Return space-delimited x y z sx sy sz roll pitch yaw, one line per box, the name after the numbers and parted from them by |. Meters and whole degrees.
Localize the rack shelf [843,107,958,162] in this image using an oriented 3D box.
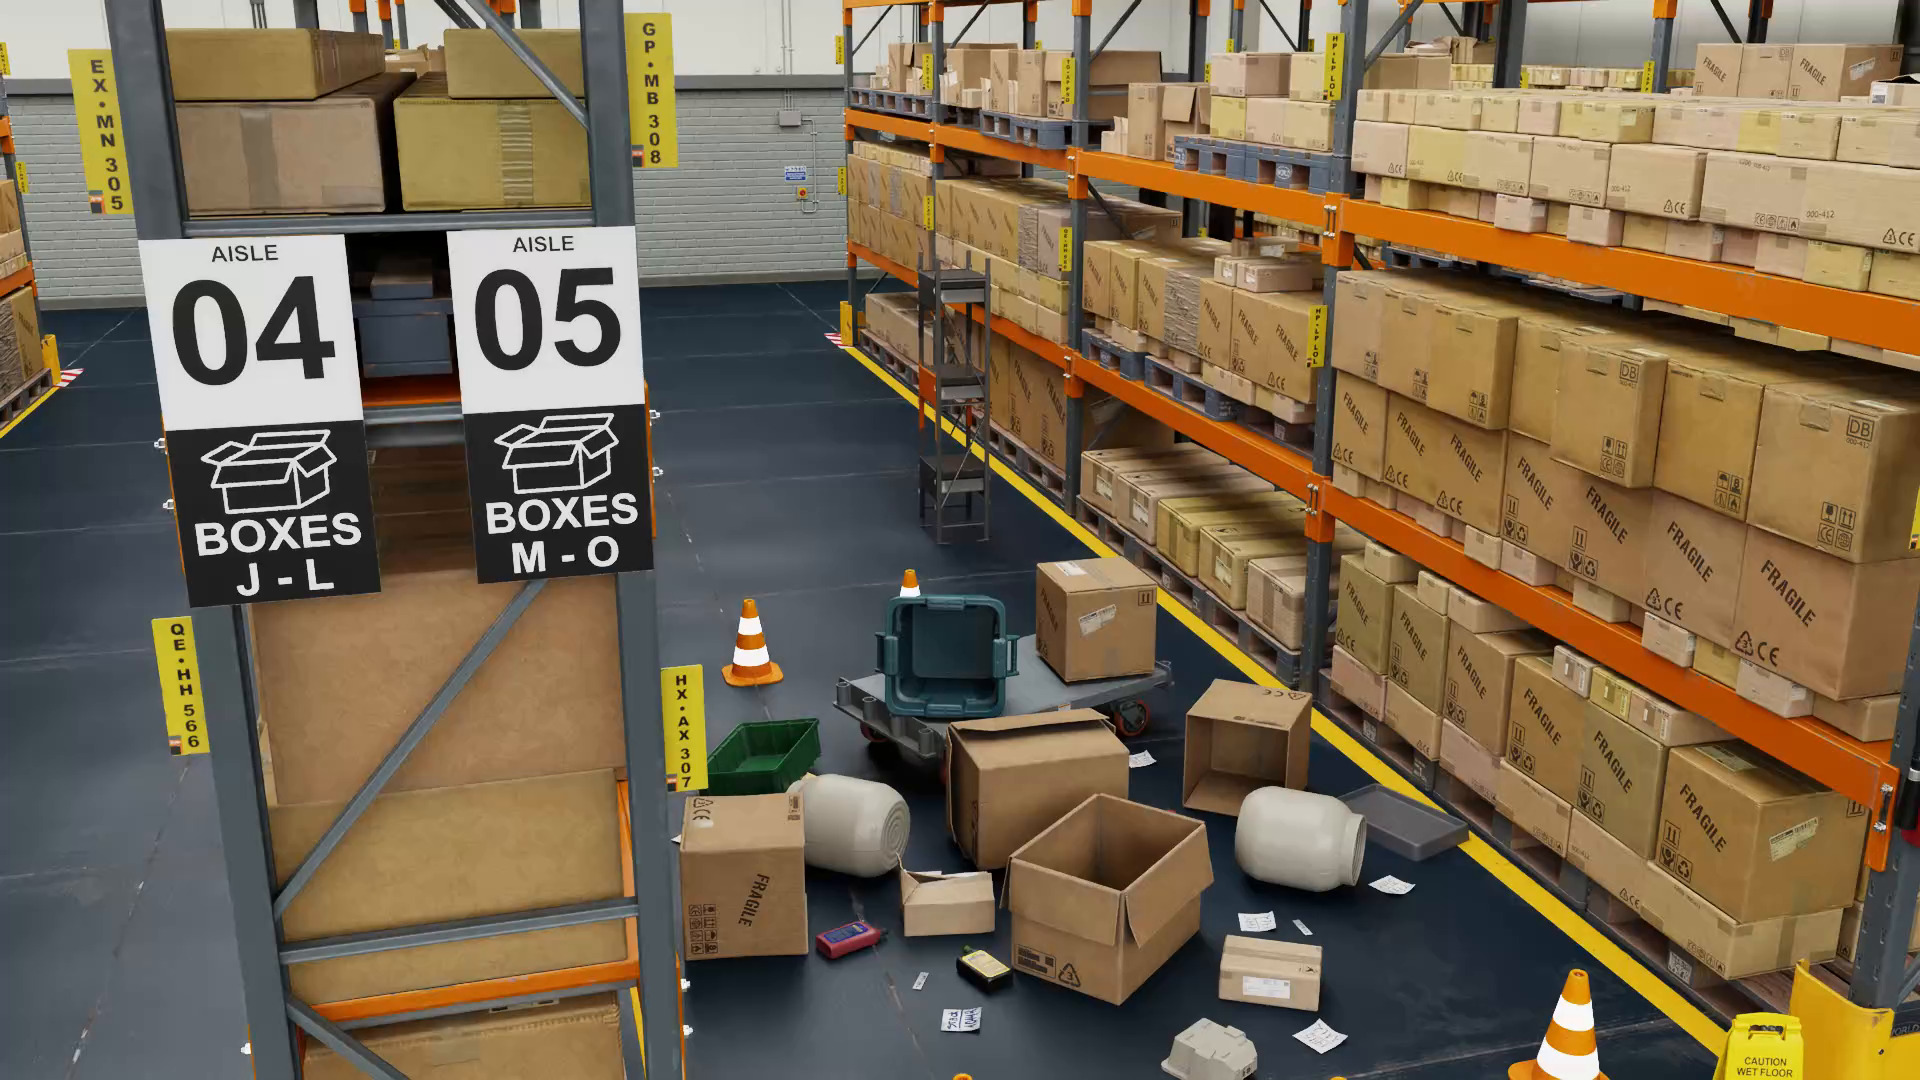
-0.323 -4.427 18.014 1.077 0.370 4.000 -5 17 -15 | rack shelf

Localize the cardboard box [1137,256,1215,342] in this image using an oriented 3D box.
1.529 -1.635 11.259 0.500 0.500 0.500 -4 17 -14 | cardboard box

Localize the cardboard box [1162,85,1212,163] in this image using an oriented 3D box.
1.772 -2.742 10.973 0.797 0.503 0.637 -5 17 -15 | cardboard box

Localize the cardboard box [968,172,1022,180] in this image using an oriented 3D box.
0.328 -3.460 16.844 0.500 0.500 0.500 -5 17 -15 | cardboard box

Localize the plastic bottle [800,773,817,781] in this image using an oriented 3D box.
-0.780 1.214 8.303 0.283 0.061 0.133 16 23 42 | plastic bottle

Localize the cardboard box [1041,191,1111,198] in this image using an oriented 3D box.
1.017 -2.779 14.577 0.500 0.500 0.500 -4 17 -14 | cardboard box

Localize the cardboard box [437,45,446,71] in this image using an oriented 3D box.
-2.659 -2.531 9.373 0.500 0.500 0.500 -5 17 -15 | cardboard box

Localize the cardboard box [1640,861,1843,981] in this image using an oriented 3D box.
3.037 1.444 6.481 0.500 0.250 0.500 -5 17 -16 | cardboard box

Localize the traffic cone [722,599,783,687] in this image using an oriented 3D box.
-1.224 0.575 9.735 0.336 0.463 0.334 -5 17 -15 | traffic cone

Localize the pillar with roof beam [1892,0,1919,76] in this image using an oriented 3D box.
3.183 -4.313 11.167 9.100 9.000 0.400 -5 17 -15 | pillar with roof beam

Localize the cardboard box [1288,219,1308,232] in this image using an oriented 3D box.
4.206 -3.787 19.588 0.500 0.250 0.500 -5 17 -17 | cardboard box

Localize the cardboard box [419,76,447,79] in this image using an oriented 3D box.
-1.651 -1.512 5.898 0.500 0.250 0.500 -5 17 -16 | cardboard box

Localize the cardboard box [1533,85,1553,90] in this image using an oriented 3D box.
5.440 -4.062 15.114 0.380 0.149 0.250 -4 17 -14 | cardboard box

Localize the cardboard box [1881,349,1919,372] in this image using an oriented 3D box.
6.663 -1.148 11.322 0.500 0.250 0.500 -5 17 -16 | cardboard box

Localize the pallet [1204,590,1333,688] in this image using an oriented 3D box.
2.209 0.551 10.251 1.003 0.211 1.213 -5 17 -15 | pallet

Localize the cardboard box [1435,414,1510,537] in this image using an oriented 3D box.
2.563 -0.339 7.676 0.500 0.500 0.500 -5 17 -16 | cardboard box

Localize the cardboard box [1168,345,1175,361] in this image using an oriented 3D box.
1.624 -1.279 11.201 0.380 0.149 0.250 -4 17 -13 | cardboard box

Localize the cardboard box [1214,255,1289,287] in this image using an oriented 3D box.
1.781 -1.645 10.166 0.380 0.149 0.250 -5 18 -18 | cardboard box

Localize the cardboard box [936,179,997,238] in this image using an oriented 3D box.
0.071 -3.165 15.861 0.500 0.500 0.500 -4 17 -15 | cardboard box

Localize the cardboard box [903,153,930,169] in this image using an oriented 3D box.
-0.382 -3.966 17.401 0.380 0.149 0.250 -5 17 -16 | cardboard box

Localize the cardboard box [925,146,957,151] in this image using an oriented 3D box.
-0.178 -4.294 18.494 0.380 0.149 0.250 -4 17 -14 | cardboard box

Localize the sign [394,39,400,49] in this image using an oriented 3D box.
-6.126 -5.282 18.087 0.100 0.325 0.005 -5 17 -15 | sign

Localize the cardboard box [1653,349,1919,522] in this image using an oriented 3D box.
3.042 -0.397 6.130 0.700 0.500 0.500 -5 17 -15 | cardboard box

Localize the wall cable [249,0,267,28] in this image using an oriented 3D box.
-8.641 -9.356 22.364 2.277 5.999 0.120 -5 17 -15 | wall cable

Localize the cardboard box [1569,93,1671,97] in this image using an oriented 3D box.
3.050 -1.991 7.702 0.380 0.149 0.250 -4 17 -14 | cardboard box

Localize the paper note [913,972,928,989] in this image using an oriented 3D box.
-0.156 1.751 6.606 0.032 0.001 0.123 4 17 13 | paper note

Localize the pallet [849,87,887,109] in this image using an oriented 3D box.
-0.659 -5.078 19.084 1.003 0.211 1.213 -5 17 -15 | pallet

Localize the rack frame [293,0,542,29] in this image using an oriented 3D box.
-2.307 -3.023 6.874 1.000 3.000 0.127 -5 17 -15 | rack frame

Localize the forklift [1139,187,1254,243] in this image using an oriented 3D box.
2.284 -2.406 15.368 1.130 2.935 3.031 -5 17 -15 | forklift

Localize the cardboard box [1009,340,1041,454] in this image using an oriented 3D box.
0.974 -1.304 14.542 0.875 0.875 0.875 -4 17 -15 | cardboard box

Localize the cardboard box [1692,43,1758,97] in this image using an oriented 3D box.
6.062 -3.583 12.875 0.500 0.500 0.500 -5 17 -15 | cardboard box

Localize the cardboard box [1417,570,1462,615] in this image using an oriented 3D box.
2.447 0.242 8.049 0.380 0.149 0.250 -4 17 -13 | cardboard box

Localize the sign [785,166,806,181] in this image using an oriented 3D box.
-2.508 -5.589 25.375 0.327 0.218 0.001 -5 17 -15 | sign

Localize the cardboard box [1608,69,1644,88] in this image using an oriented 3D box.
5.747 -3.920 14.125 0.380 0.149 0.250 -5 18 -17 | cardboard box

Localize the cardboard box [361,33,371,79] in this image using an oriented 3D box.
-2.183 -1.618 5.556 0.380 0.149 0.250 -5 17 -15 | cardboard box

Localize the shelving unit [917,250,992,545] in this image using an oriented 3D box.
-0.045 -1.051 12.302 0.431 2.100 0.503 -5 17 -15 | shelving unit

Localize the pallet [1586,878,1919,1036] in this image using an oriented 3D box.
3.314 1.624 6.679 1.003 0.211 1.213 -5 17 -15 | pallet

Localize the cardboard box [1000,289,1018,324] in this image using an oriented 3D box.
0.658 -2.004 14.170 0.500 0.250 0.500 -5 17 -16 | cardboard box

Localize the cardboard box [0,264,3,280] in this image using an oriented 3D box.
-9.705 -2.630 16.430 0.380 0.149 0.250 -5 17 -16 | cardboard box

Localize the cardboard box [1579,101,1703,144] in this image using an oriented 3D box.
2.693 -1.653 6.577 0.380 0.149 0.250 -4 17 -14 | cardboard box

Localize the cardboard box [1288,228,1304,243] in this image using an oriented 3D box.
4.123 -3.618 19.718 0.380 0.149 0.250 -4 17 -14 | cardboard box

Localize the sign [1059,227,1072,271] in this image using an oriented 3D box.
0.793 -2.185 12.501 0.100 0.325 0.005 -5 17 -15 | sign

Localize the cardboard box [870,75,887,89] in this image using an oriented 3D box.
-0.795 -5.135 18.651 0.380 0.149 0.250 -4 17 -13 | cardboard box

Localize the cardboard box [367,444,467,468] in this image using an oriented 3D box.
-1.535 -0.049 5.263 0.875 0.550 0.550 -5 17 -15 | cardboard box

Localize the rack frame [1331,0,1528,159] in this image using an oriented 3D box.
2.425 -3.443 8.270 1.000 3.000 0.127 -5 17 -15 | rack frame

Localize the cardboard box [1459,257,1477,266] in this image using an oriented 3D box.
5.274 -2.913 16.031 0.700 0.500 0.500 -5 17 -16 | cardboard box

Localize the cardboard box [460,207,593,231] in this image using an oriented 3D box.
-0.994 -0.729 3.984 0.380 0.149 0.250 -5 17 -15 | cardboard box

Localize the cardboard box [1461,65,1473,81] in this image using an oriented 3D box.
5.052 -4.489 15.985 0.380 0.149 0.250 -4 17 -14 | cardboard box

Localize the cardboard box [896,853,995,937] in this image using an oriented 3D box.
-0.064 1.489 7.033 0.396 0.266 0.258 -2 17 -6 | cardboard box

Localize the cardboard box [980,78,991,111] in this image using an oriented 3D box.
0.392 -3.822 14.253 0.396 0.266 0.258 -3 17 -11 | cardboard box

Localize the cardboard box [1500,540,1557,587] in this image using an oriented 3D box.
2.642 0.086 7.390 0.380 0.149 0.250 -5 17 -15 | cardboard box

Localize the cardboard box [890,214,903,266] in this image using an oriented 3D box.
-0.446 -3.218 17.777 0.500 0.500 0.500 -5 17 -16 | cardboard box

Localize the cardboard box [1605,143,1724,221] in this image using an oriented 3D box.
2.840 -1.373 6.338 0.500 0.250 0.500 -4 17 -14 | cardboard box

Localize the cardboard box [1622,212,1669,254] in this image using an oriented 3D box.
2.832 -1.212 6.496 0.380 0.149 0.250 -5 17 -17 | cardboard box

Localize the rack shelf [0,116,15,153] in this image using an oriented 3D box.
-9.852 -3.644 15.406 1.077 0.370 4.000 -5 17 -15 | rack shelf
